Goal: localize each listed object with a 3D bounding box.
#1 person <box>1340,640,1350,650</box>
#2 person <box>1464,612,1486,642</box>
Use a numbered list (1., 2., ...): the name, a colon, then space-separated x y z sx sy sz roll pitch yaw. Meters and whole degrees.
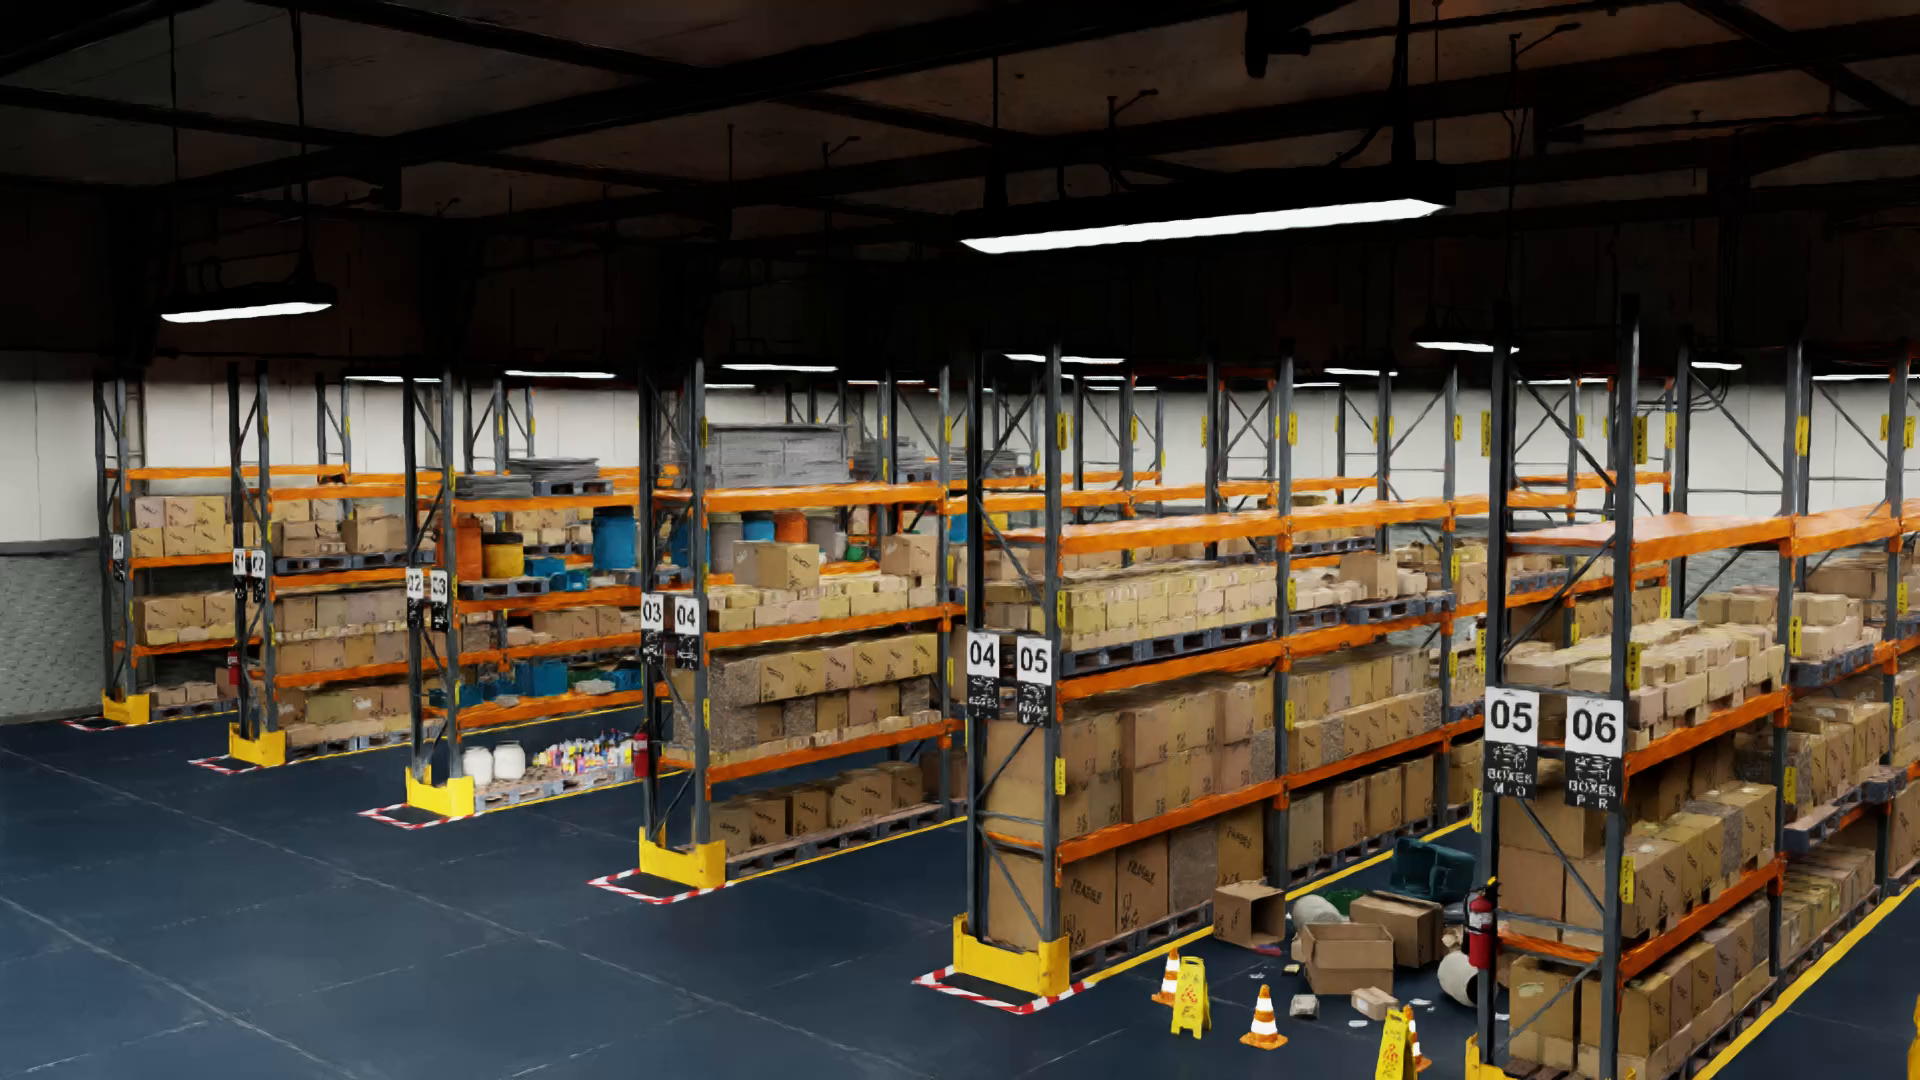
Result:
1. person: 6.294 2.381 27.001 0.463 1.583 0.998 4 6 40
2. person: 9.406 2.102 29.970 0.702 1.735 0.548 3 5 39
